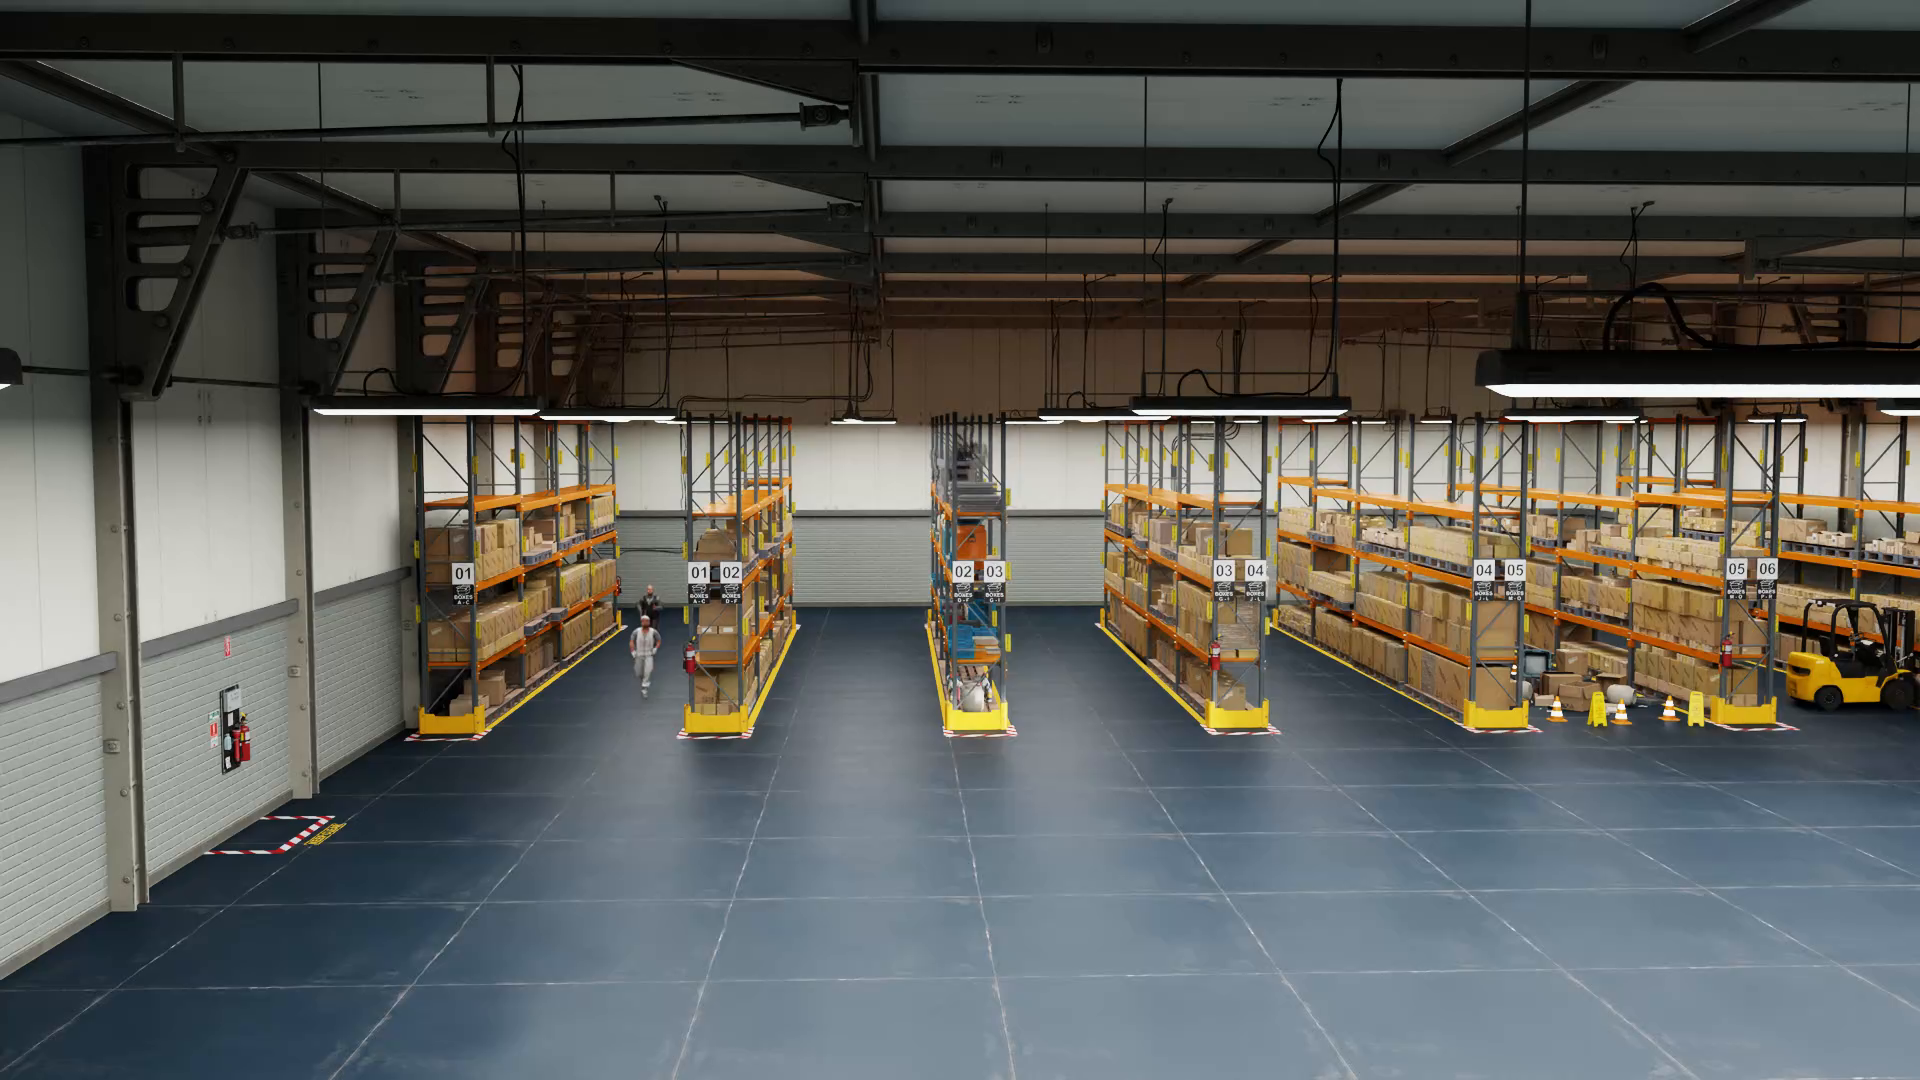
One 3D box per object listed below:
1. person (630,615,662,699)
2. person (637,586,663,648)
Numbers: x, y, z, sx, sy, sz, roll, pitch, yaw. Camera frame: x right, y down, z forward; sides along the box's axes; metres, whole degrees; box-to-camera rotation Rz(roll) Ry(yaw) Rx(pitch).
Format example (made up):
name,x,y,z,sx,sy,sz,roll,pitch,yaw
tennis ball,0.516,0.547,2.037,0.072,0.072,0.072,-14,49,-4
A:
name,x,y,z,sx,sy,sz,roll,pitch,yaw
person,-6.675,2.467,35.316,0.662,1.742,0.771,0,4,-2
person,-7.782,2.033,41.740,0.638,1.769,0.706,-1,4,-9
